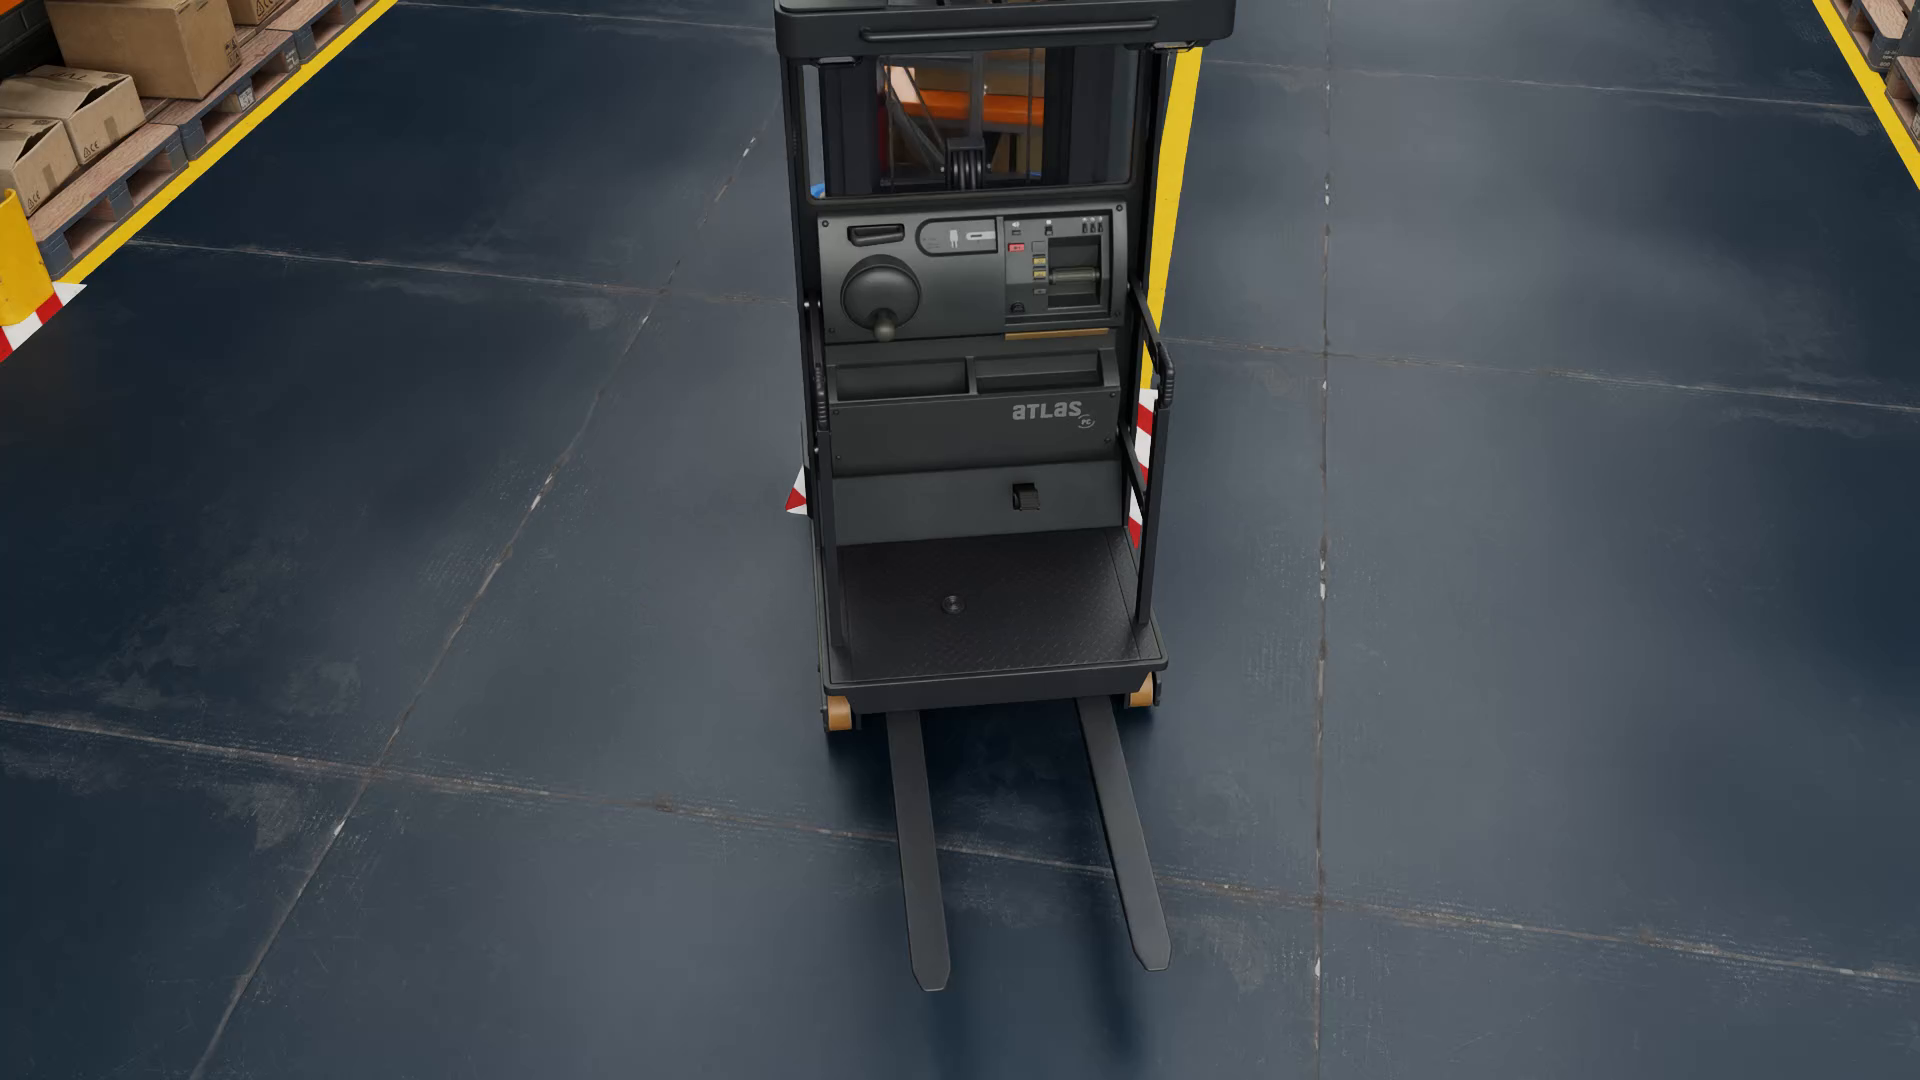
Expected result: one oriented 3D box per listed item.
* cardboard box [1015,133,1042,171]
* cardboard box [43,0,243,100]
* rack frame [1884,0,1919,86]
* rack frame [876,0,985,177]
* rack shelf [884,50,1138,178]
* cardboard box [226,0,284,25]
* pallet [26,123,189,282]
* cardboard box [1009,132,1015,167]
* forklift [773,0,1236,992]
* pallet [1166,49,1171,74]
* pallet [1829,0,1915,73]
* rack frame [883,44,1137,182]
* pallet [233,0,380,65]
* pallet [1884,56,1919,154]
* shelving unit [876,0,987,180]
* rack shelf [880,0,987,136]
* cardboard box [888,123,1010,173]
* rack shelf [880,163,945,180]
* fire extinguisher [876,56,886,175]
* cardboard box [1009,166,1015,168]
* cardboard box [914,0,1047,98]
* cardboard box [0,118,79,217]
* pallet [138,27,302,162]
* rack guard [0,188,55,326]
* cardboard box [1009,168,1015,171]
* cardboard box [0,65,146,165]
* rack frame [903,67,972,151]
[{"bbox_3d":[0.518,-1.700,7.191,0.500,0.500,0.500,6,40,8],"label":"cardboard box"},{"bbox_3d":[-4.275,-2.669,8.741,0.700,0.500,0.500,4,40,5],"label":"cardboard box"},{"bbox_3d":[5.692,-3.644,8.304,1.000,3.000,0.127,6,40,8],"label":"rack frame"},{"bbox_3d":[-0.137,-0.979,5.936,0.400,2.100,0.015,1,32,-1],"label":"rack frame"},{"bbox_3d":[0.468,-2.660,7.678,1.077,0.370,4.000,6,40,8],"label":"rack shelf"},{"bbox_3d":[-4.206,-3.287,9.488,0.500,0.500,0.500,4,40,4],"label":"cardboard box"},{"bbox_3d":[-4.569,-1.705,8.147,1.003,0.211,1.213,6,40,8],"label":"pallet"},{"bbox_3d":[0.080,-2.072,7.642,0.500,0.500,0.500,6,40,8],"label":"cardboard box"},{"bbox_3d":[0.068,-0.734,4.838,1.130,2.935,3.031,-4,40,-5],"label":"forklift"},{"bbox_3d":[0.635,-2.624,9.258,1.003,0.211,1.213,6,40,8],"label":"pallet"},{"bbox_3d":[5.790,-3.067,9.793,1.003,0.211,1.213,6,40,8],"label":"pallet"},{"bbox_3d":[0.122,-1.682,5.931,1.000,3.000,0.127,6,40,8],"label":"rack frame"},{"bbox_3d":[-4.147,-3.237,9.999,1.003,0.211,1.213,6,40,8],"label":"pallet"},{"bbox_3d":[5.535,-2.153,8.688,1.003,0.211,1.213,6,40,8],"label":"pallet"},{"bbox_3d":[-0.138,-1.108,6.143,0.431,2.100,0.503,1,32,-1],"label":"shelving unit"},{"bbox_3d":[-0.124,-1.690,5.779,0.431,0.518,0.480,1,32,-1],"label":"rack shelf"},{"bbox_3d":[-0.079,-1.443,6.881,0.500,0.500,0.500,6,40,8],"label":"cardboard box"},{"bbox_3d":[-0.138,-1.097,6.150,0.431,0.518,0.480,1,32,-1],"label":"rack shelf"},{"bbox_3d":[-0.356,-1.630,5.928,0.296,0.674,0.183,6,40,8],"label":"fire extinguisher"},{"bbox_3d":[0.083,-1.783,7.881,0.500,0.250,0.500,6,40,8],"label":"cardboard box"},{"bbox_3d":[0.215,-2.012,6.252,0.700,0.500,0.500,6,40,8],"label":"cardboard box"},{"bbox_3d":[-4.550,-1.784,7.818,0.500,0.311,0.500,2,40,3],"label":"cardboard box"},{"bbox_3d":[-4.356,-2.469,9.070,1.003,0.211,1.213,6,40,8],"label":"pallet"},{"bbox_3d":[-4.745,-1.311,7.443,1.175,0.500,0.348,6,40,8],"label":"rack guard"},{"bbox_3d":[-0.002,-1.469,7.501,0.500,0.250,0.500,6,40,8],"label":"cardboard box"},{"bbox_3d":[-4.451,-2.142,8.251,0.500,0.311,0.500,10,41,11],"label":"cardboard box"},{"bbox_3d":[-0.140,-1.238,6.350,0.400,2.100,0.015,1,32,-1],"label":"rack frame"}]
